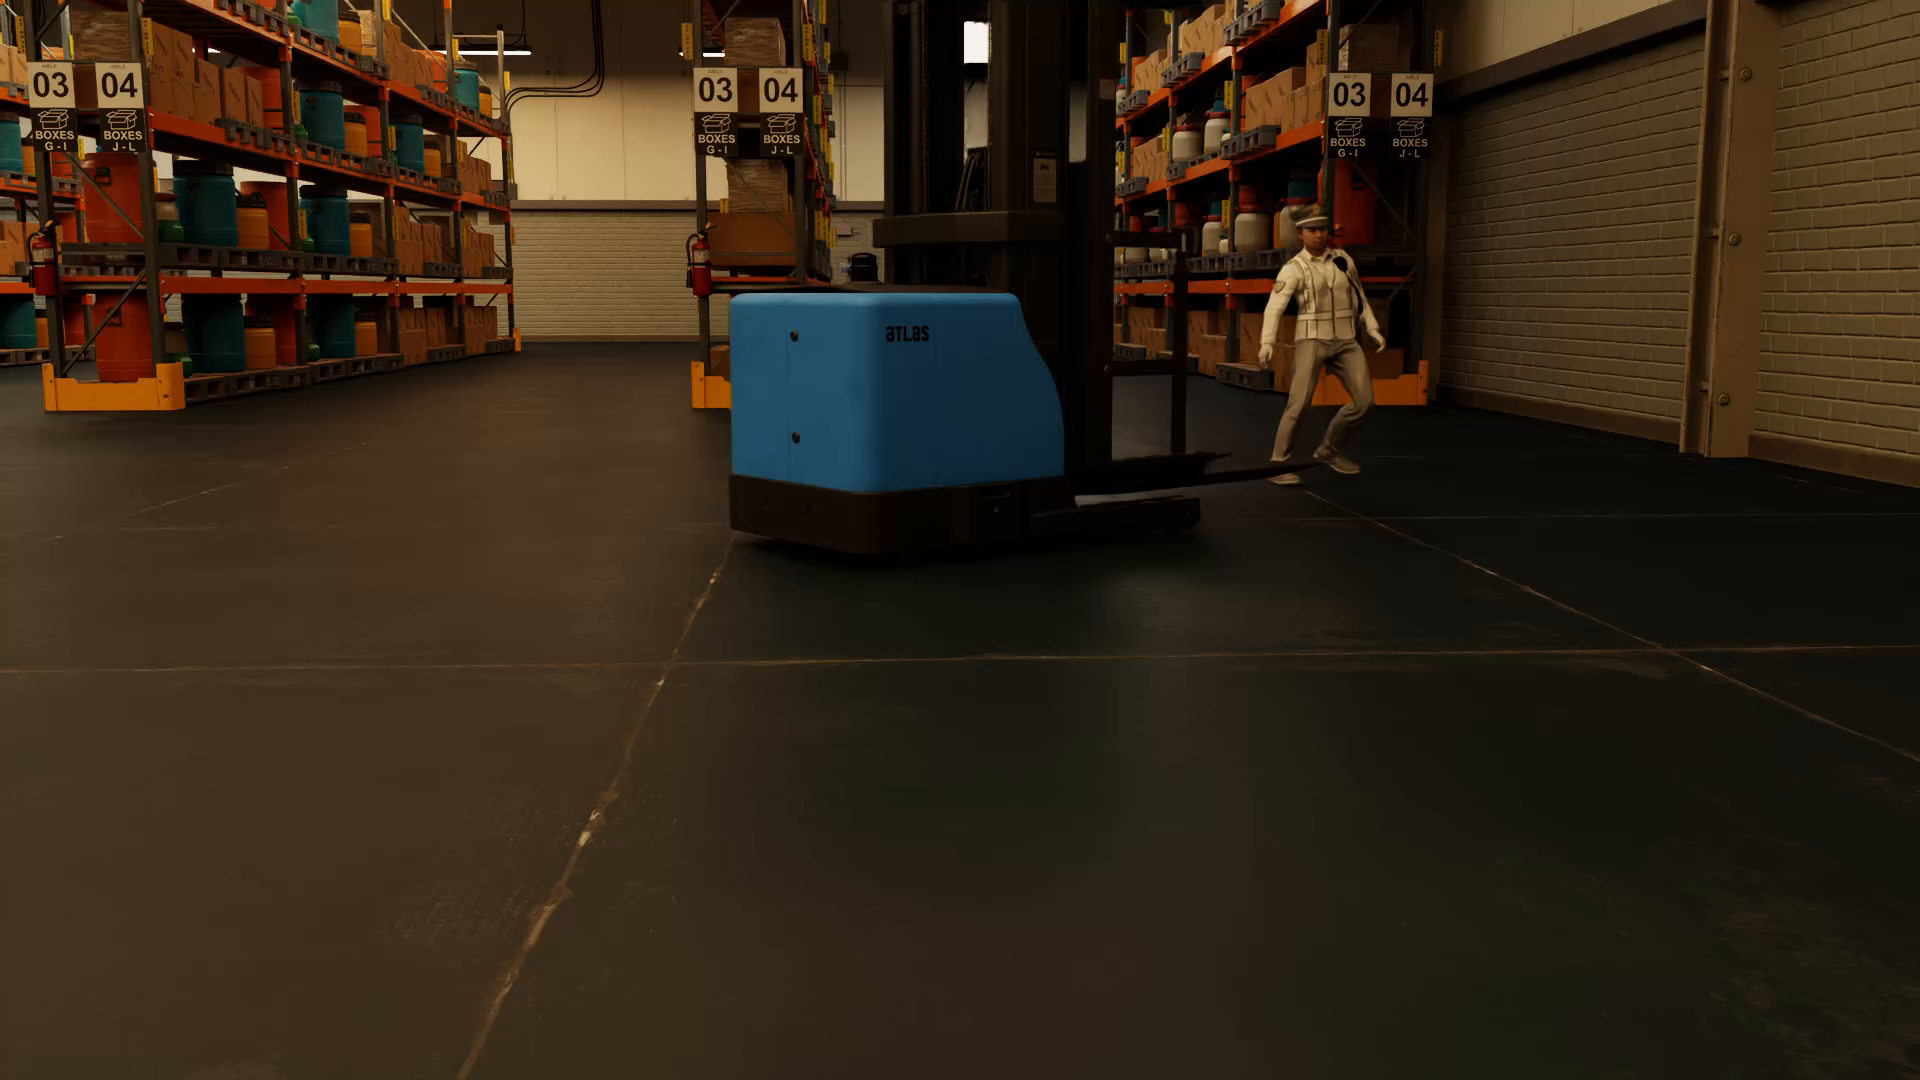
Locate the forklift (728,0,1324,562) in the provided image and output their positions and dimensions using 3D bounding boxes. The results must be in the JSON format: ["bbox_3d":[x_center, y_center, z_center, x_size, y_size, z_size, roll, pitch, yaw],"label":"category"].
[{"bbox_3d":[0.463,-1.516,7.539,3.031,2.935,1.130,-7,11,-39],"label":"forklift"}]

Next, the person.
[{"bbox_3d":[2.027,-1.112,9.434,0.758,1.570,0.473,-1,9,-10],"label":"person"}]
